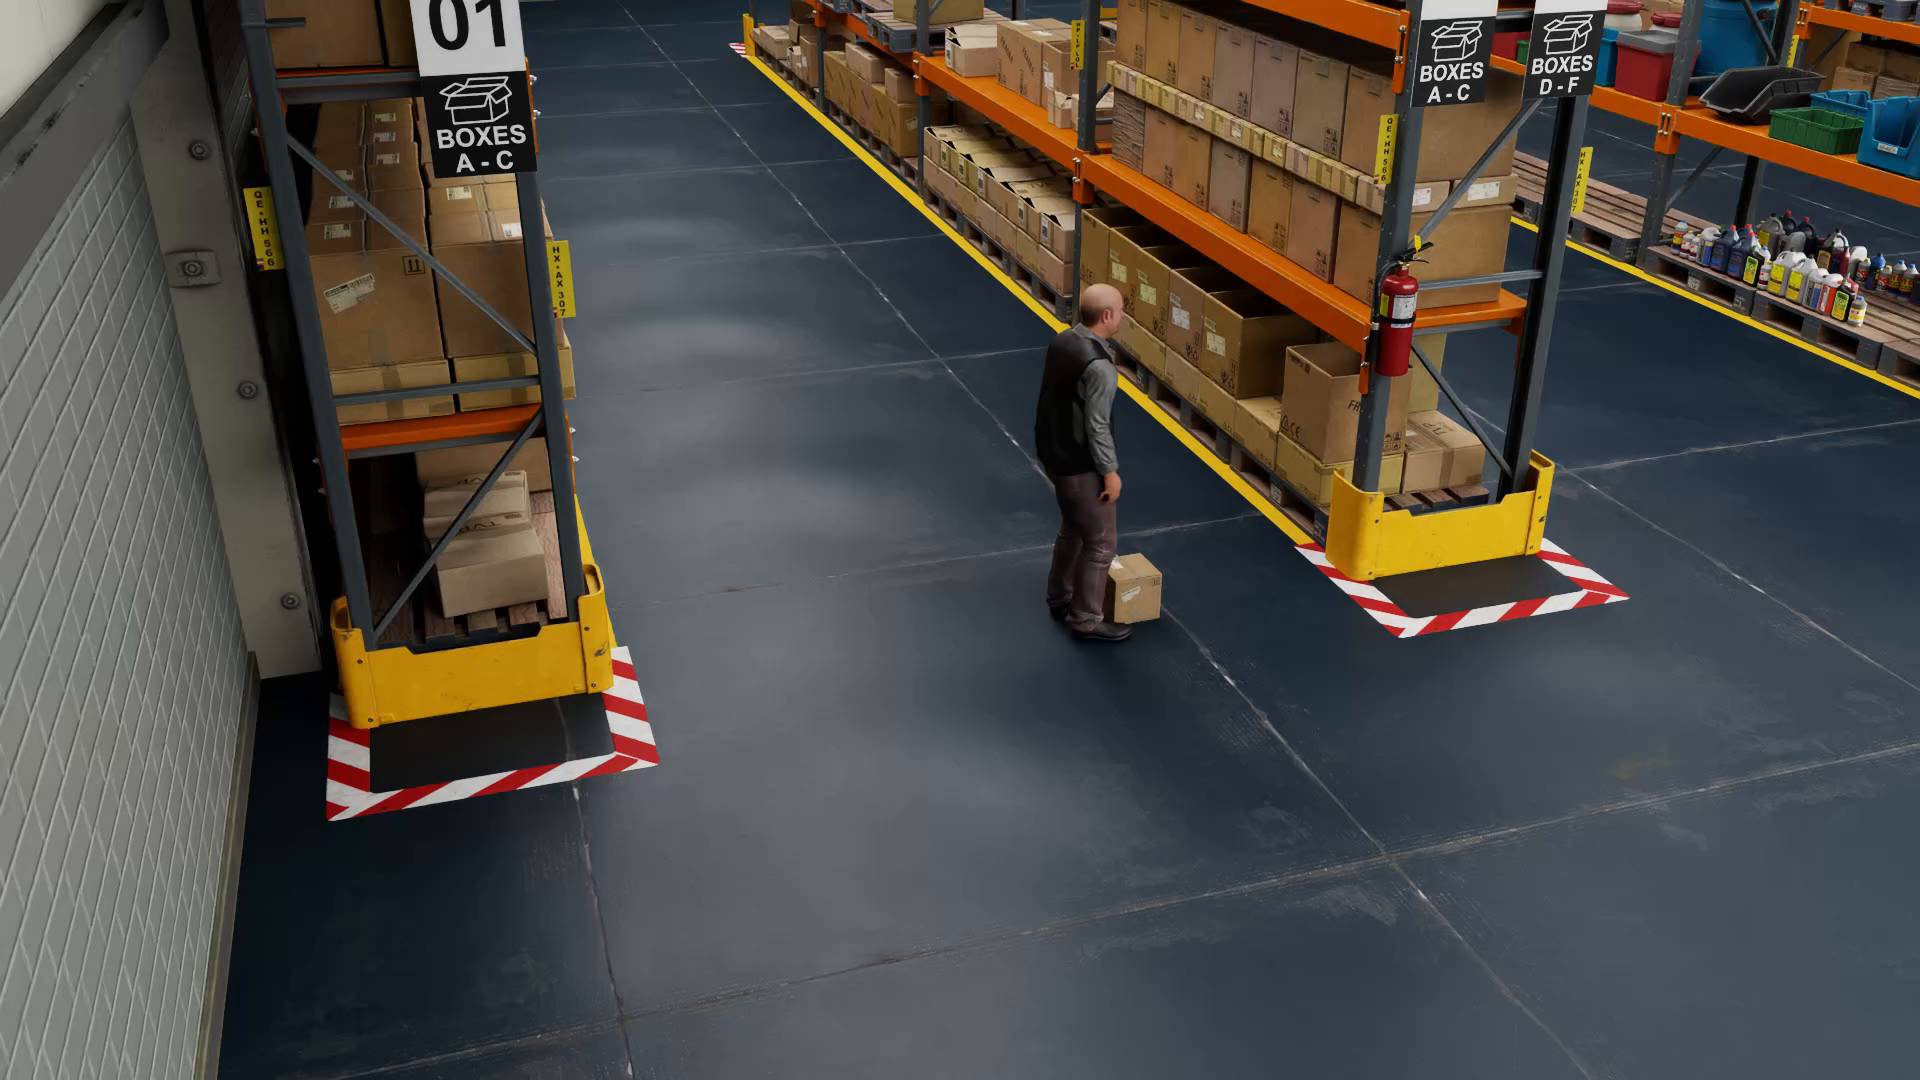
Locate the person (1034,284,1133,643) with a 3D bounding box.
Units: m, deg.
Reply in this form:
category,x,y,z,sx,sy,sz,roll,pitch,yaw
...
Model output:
category,x,y,z,sx,sy,sz,roll,pitch,yaw
person,0.574,-0.371,7.895,0.420,1.721,0.581,-8,27,-16
